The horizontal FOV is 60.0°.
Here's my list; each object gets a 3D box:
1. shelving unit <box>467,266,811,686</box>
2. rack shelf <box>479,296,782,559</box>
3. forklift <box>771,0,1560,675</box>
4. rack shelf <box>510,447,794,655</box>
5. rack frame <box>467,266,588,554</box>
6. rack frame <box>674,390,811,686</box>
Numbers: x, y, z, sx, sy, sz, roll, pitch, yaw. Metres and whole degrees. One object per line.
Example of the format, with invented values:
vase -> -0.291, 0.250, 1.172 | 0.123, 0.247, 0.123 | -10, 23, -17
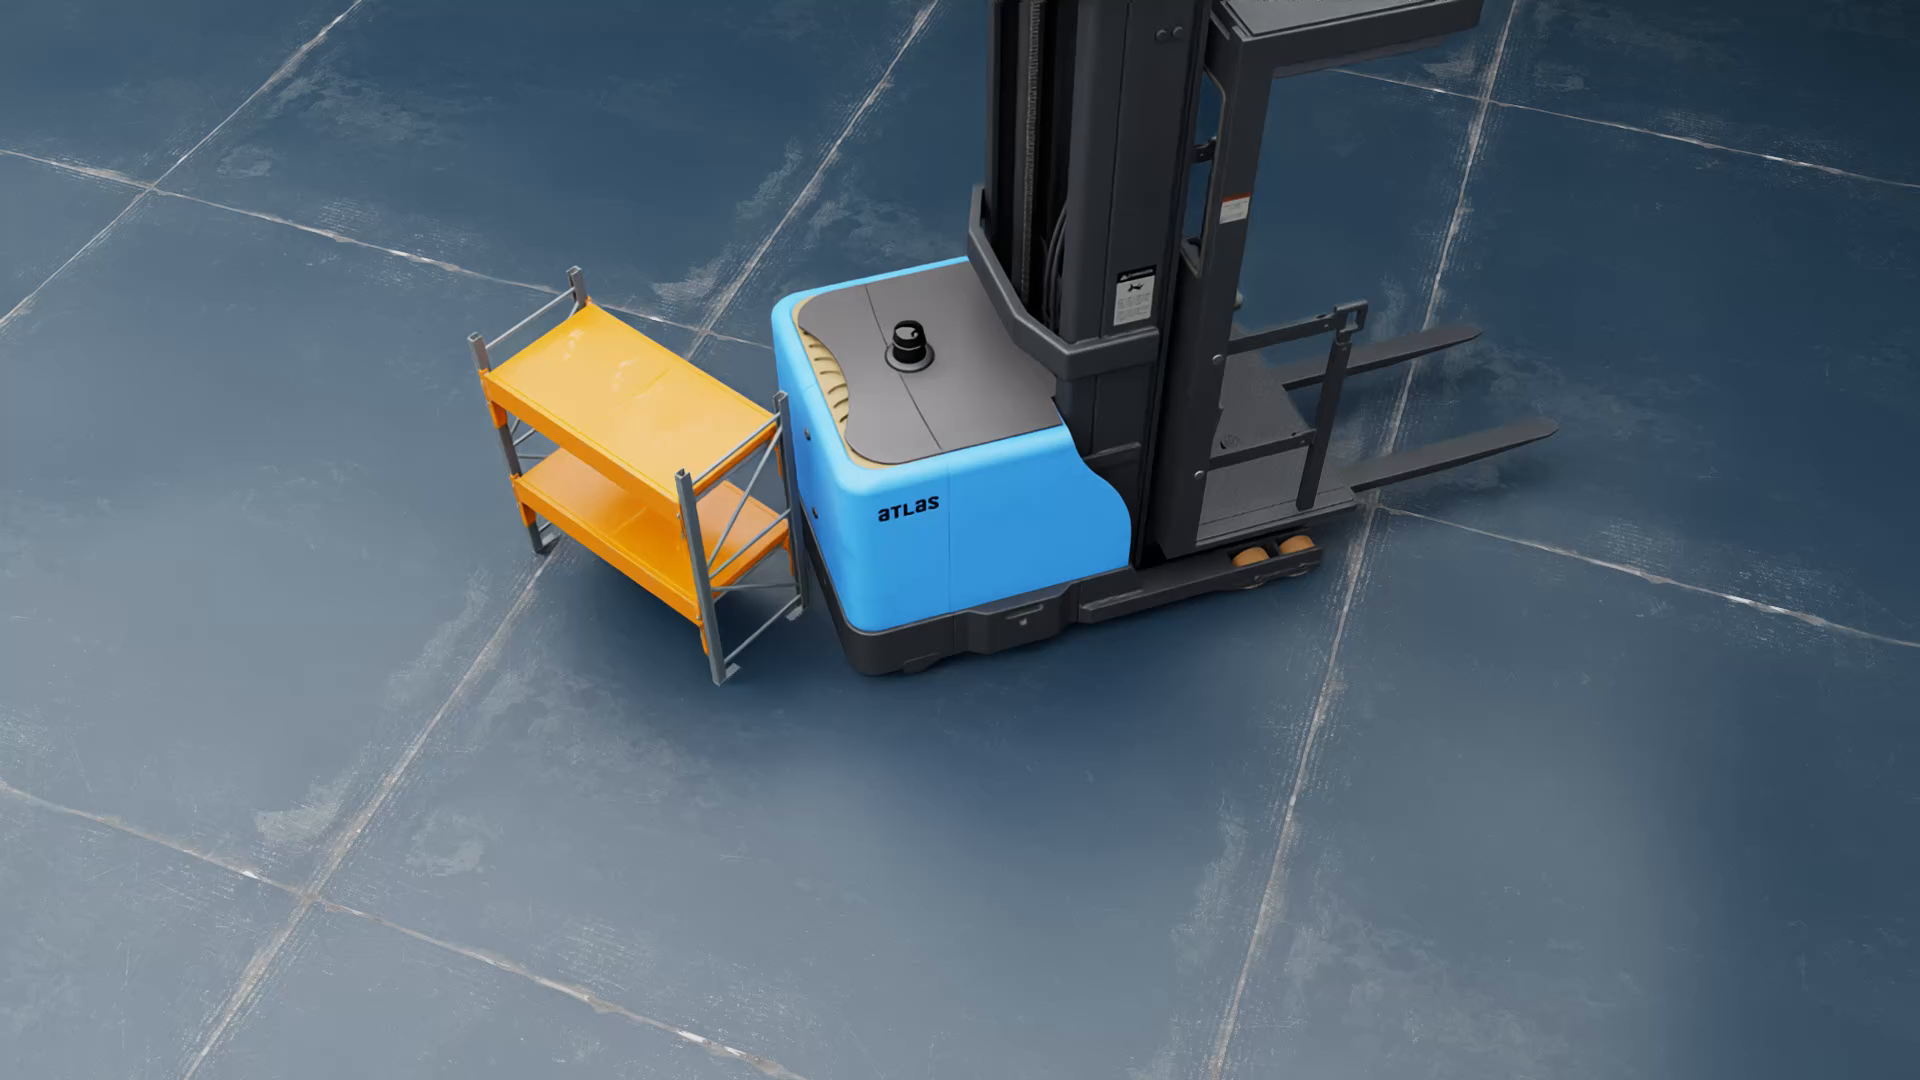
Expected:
shelving unit -> -1.137, -0.223, 6.066 | 1.048, 1.125, 0.538 | 32, 56, 25
rack shelf -> -1.137, -0.415, 5.845 | 1.000, 0.278, 0.538 | 32, 56, 25
forklift -> 0.884, -1.138, 5.663 | 3.031, 2.935, 1.130 | -14, 51, -12
rack shelf -> -1.137, -0.063, 6.251 | 1.000, 0.278, 0.538 | 32, 56, 25
rack frame -> -1.530, -0.467, 6.277 | 0.032, 1.125, 0.500 | 32, 56, 25
rack frame -> -0.744, 0.020, 5.855 | 0.032, 1.125, 0.500 | 32, 56, 25
